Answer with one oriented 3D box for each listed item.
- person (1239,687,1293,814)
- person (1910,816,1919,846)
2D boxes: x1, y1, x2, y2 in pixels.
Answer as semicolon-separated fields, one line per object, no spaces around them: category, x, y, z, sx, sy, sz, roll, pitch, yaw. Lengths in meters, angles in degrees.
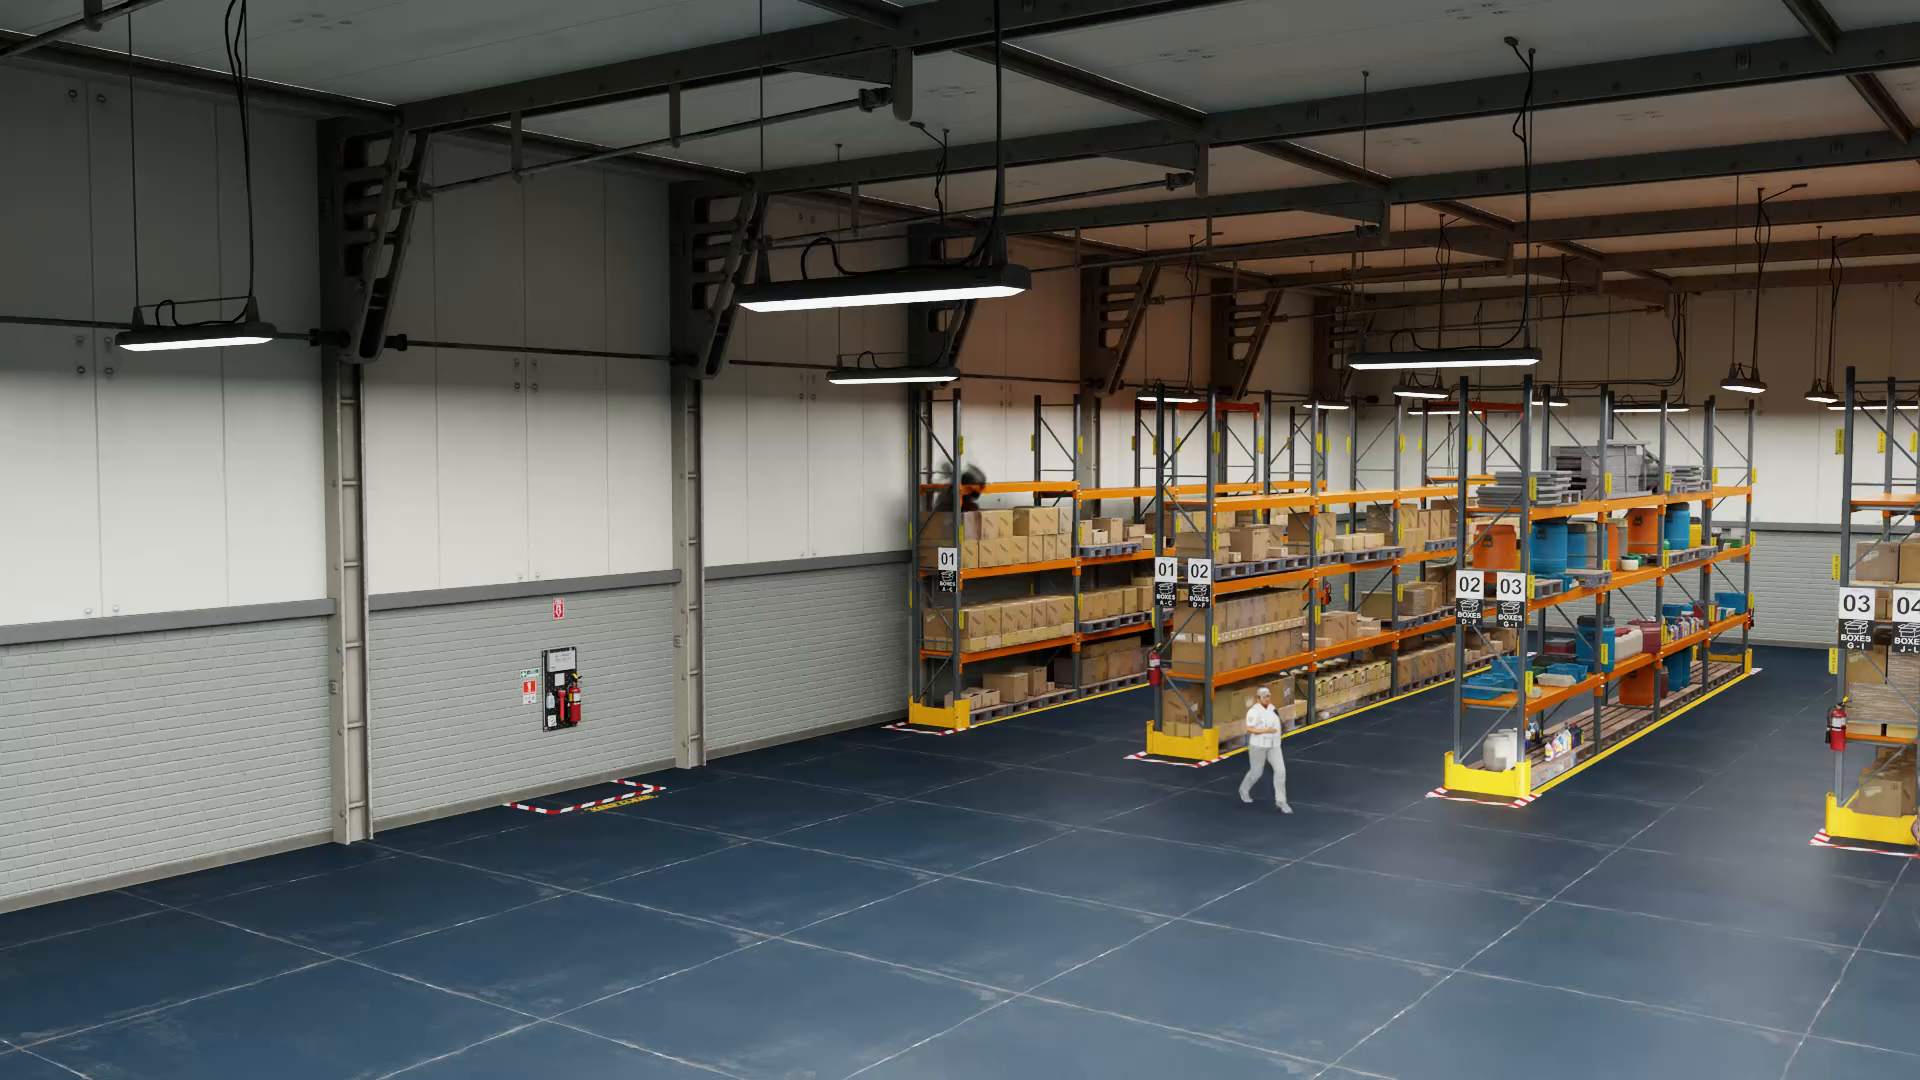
person;4.214;2.863;22.894;0.609;1.670;0.940;-1;4;-23
person;9.778;3.194;16.272;0.692;1.737;0.655;-2;4;-31
